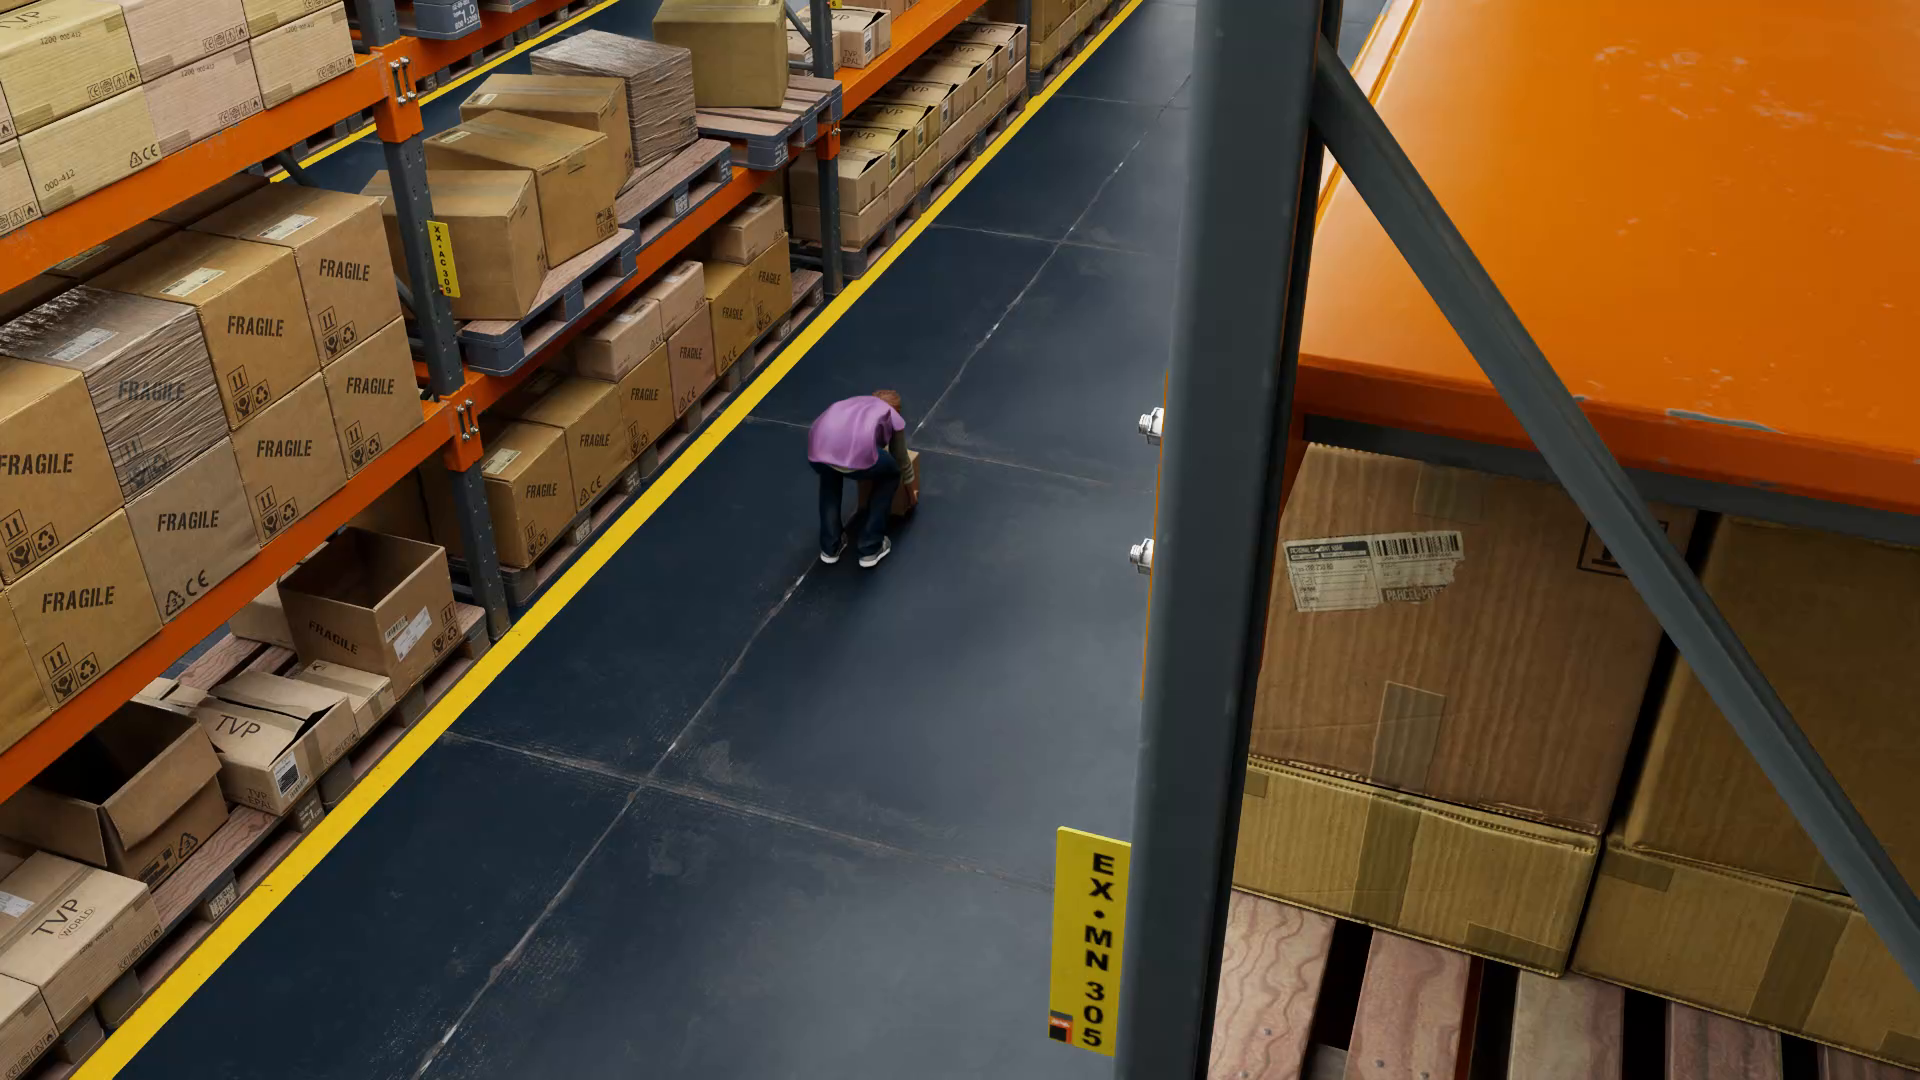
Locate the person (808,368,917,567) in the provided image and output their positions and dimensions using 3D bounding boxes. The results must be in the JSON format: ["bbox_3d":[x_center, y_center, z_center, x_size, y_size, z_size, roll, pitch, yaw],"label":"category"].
[{"bbox_3d":[-0.484,-0.399,8.334,0.408,0.947,0.865,10,35,14],"label":"person"}]
